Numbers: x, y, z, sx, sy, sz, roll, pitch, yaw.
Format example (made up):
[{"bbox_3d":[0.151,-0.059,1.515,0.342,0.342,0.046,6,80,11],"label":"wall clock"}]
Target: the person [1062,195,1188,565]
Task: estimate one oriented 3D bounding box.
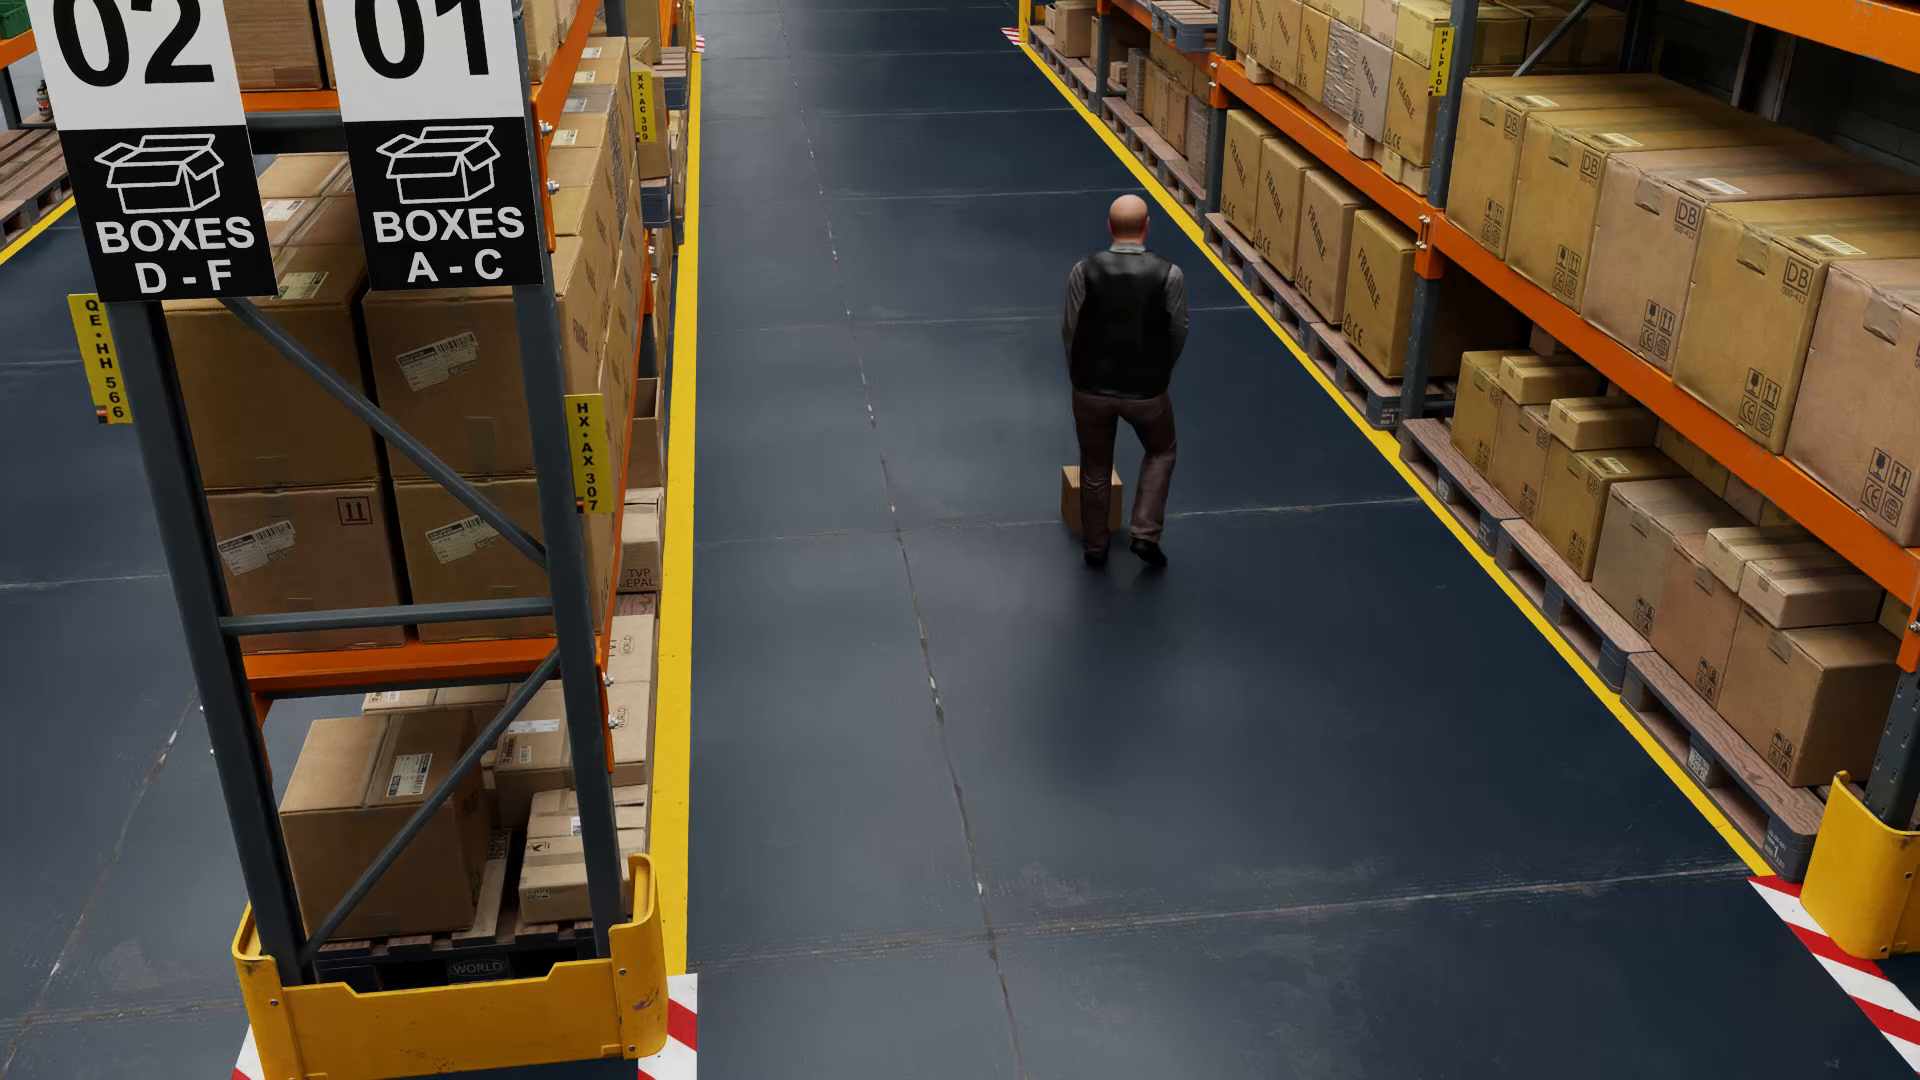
[{"bbox_3d":[0.734,-0.635,7.533,0.553,1.617,0.534,4,27,7],"label":"person"}]
